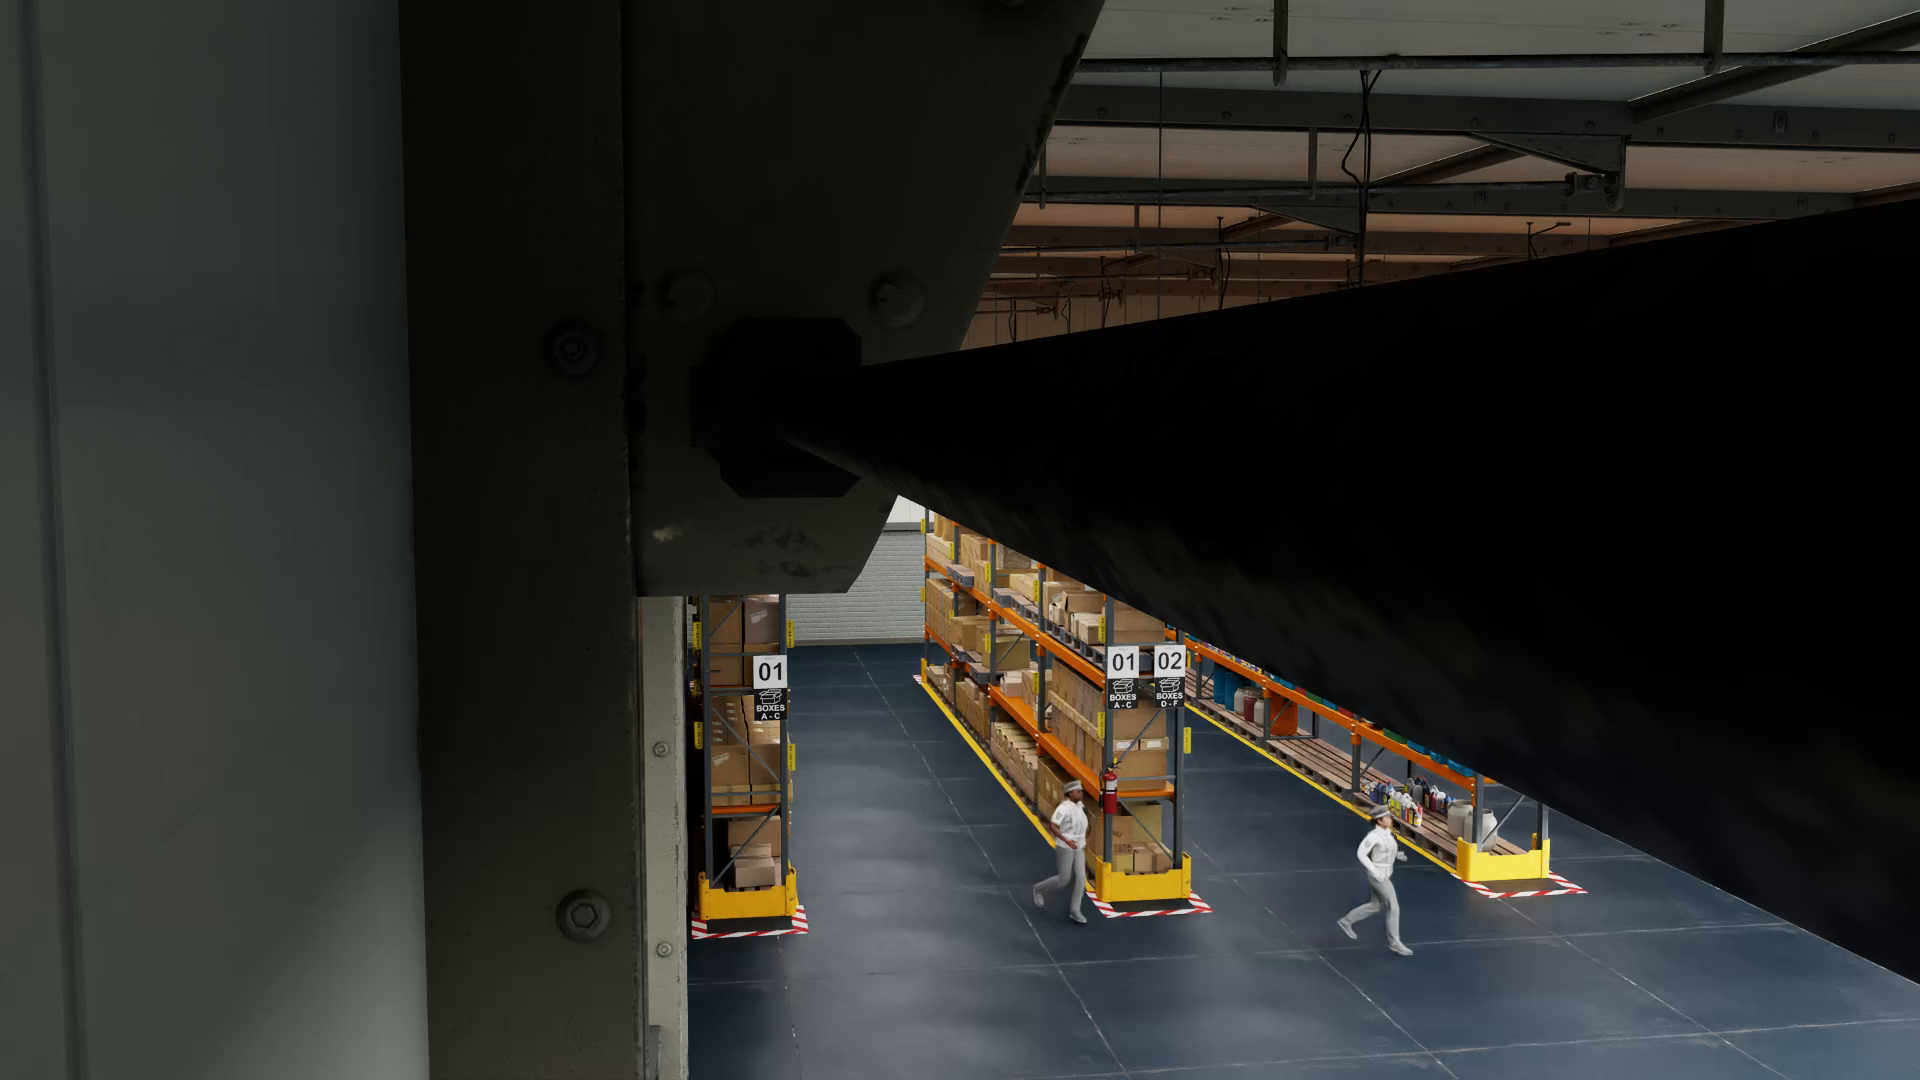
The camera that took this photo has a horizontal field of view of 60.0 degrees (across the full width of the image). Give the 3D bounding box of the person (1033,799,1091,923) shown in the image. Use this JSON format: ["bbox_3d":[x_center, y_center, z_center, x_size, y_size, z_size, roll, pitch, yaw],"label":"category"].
[{"bbox_3d":[1.347,3.849,20.212,0.828,1.405,0.619,5,7,45],"label":"person"}]

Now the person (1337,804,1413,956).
[{"bbox_3d":[4.737,3.826,18.909,0.860,1.711,0.603,2,5,22],"label":"person"}]
